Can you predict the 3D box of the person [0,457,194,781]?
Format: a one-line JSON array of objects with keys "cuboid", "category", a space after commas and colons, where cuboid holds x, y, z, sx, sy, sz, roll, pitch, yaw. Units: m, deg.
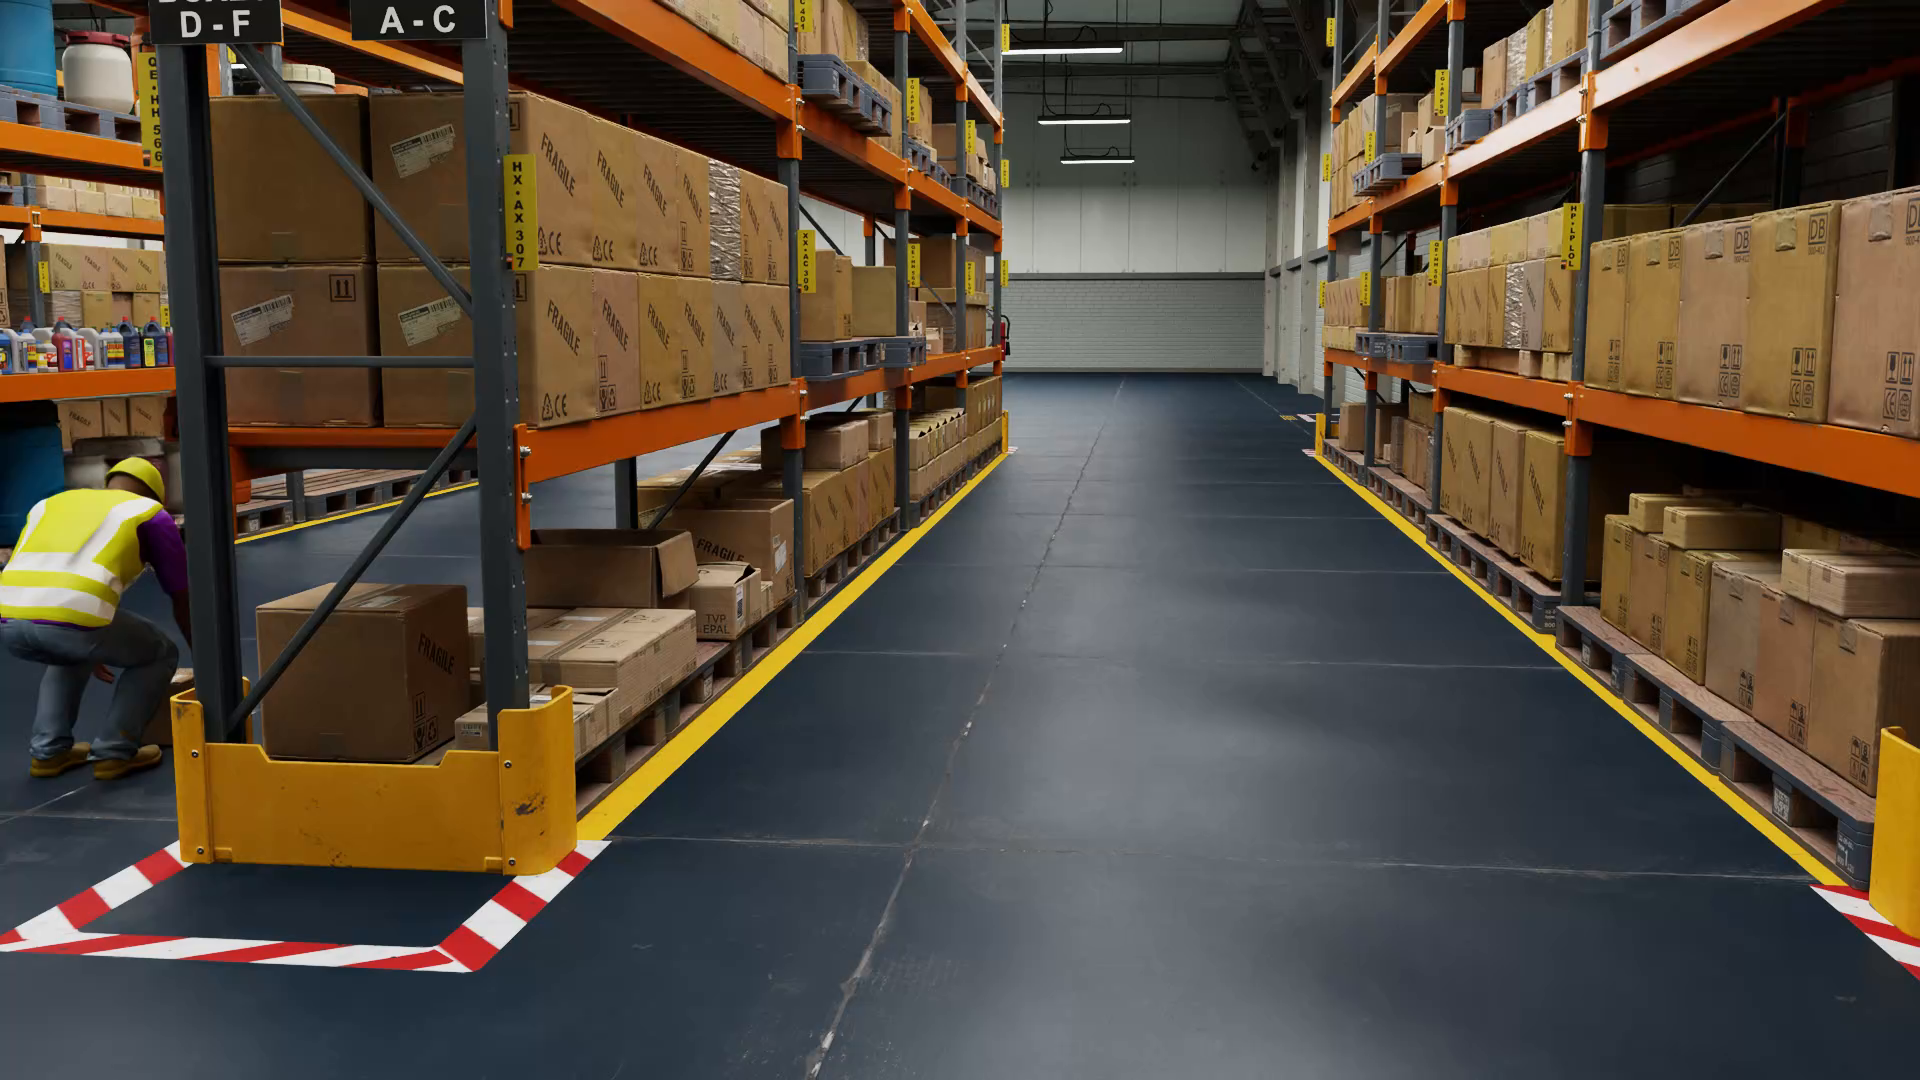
[{"cuboid": [-3.199, 0.276, 6.123, 0.606, 1.113, 0.869, 1, 8, 9], "category": "person"}]
